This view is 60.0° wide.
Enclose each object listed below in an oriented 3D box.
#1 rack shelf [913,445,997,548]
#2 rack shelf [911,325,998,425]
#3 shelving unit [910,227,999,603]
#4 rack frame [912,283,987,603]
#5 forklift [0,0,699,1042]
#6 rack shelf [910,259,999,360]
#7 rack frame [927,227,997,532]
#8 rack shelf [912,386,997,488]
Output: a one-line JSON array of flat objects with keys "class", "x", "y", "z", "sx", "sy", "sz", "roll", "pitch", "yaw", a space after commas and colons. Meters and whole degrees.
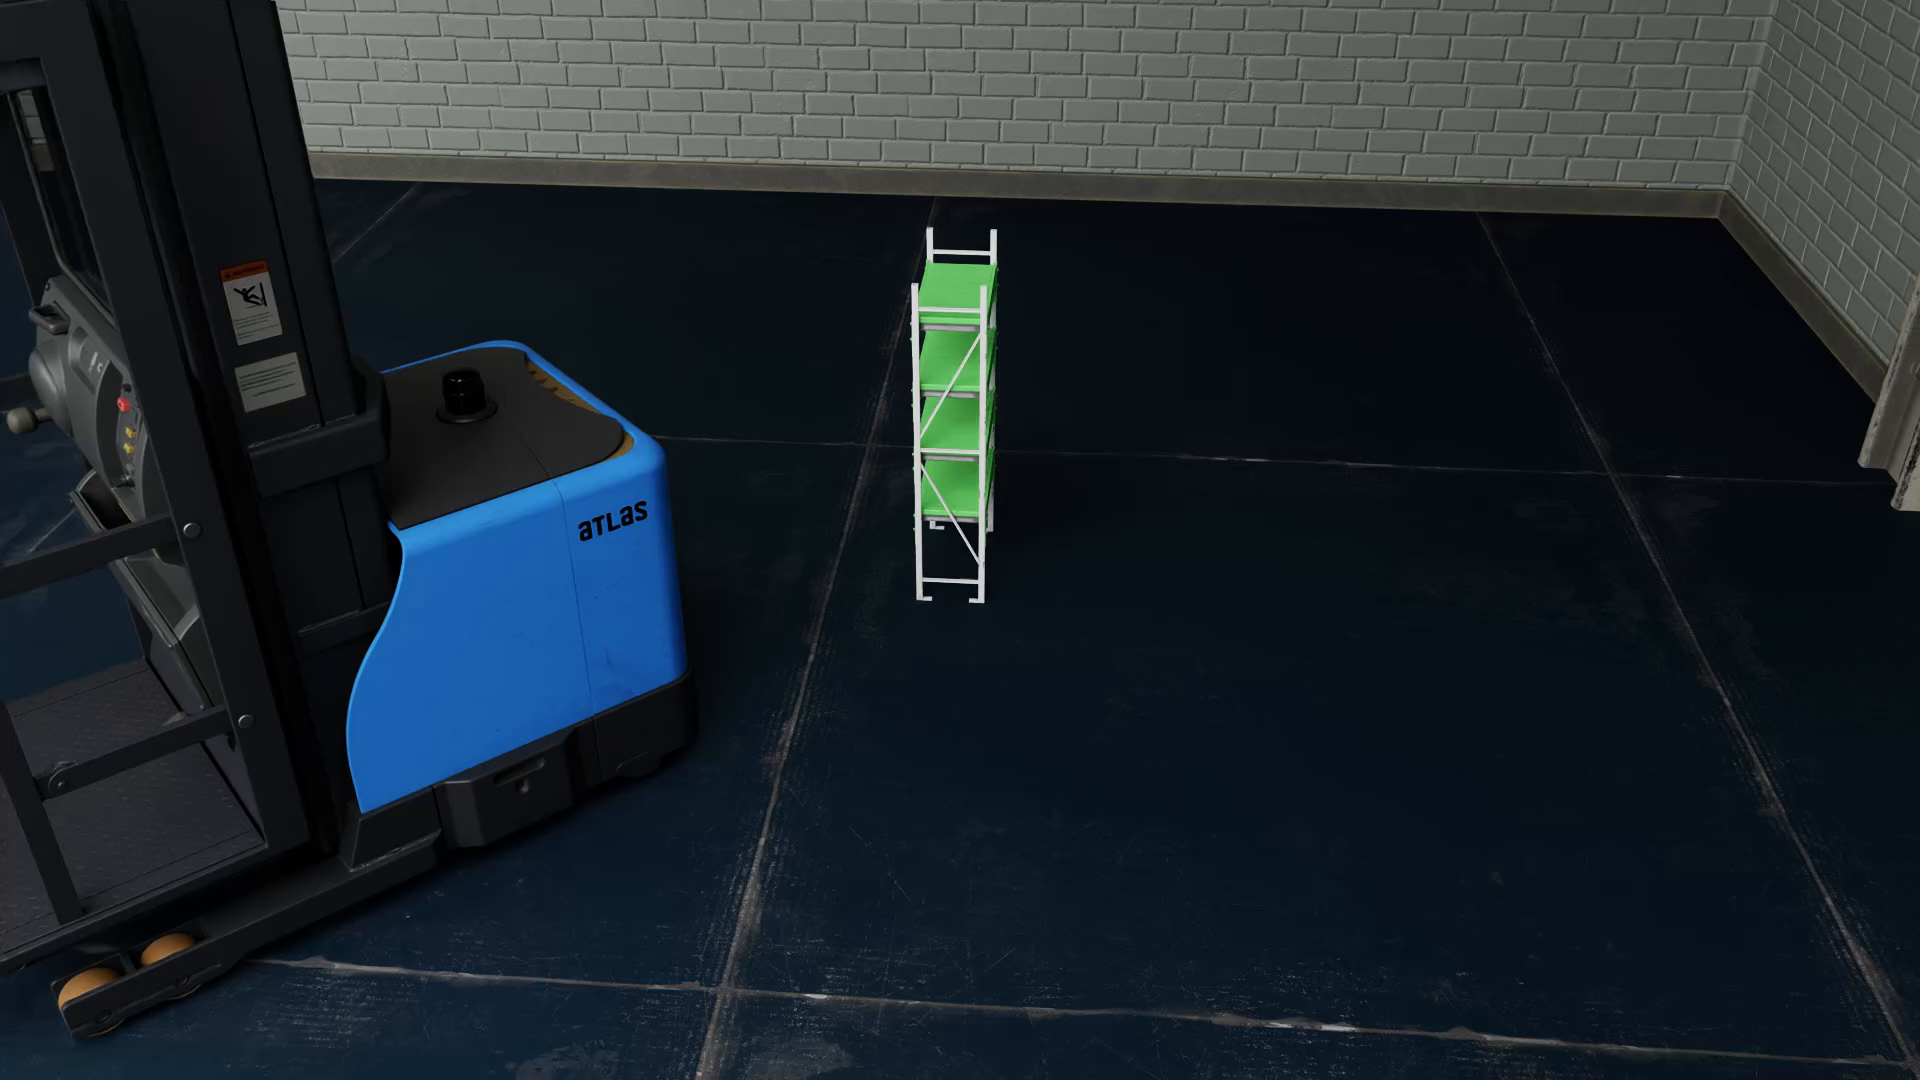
[{"class": "rack shelf", "x": -0.013, "y": -0.166, "z": 5.954, "sx": 0.258, "sy": 0.148, "sz": 0.480, "roll": 2, "pitch": 32, "yaw": 4}, {"class": "rack shelf", "x": -0.014, "y": -0.574, "z": 5.702, "sx": 0.258, "sy": 0.148, "sz": 0.480, "roll": 2, "pitch": 32, "yaw": 4}, {"class": "shelving unit", "x": -0.013, "y": -0.424, "z": 5.795, "sx": 0.258, "sy": 1.200, "sz": 0.503, "roll": 2, "pitch": 32, "yaw": 4}, {"class": "rack frame", "x": -0.033, "y": -0.297, "z": 5.588, "sx": 0.240, "sy": 1.200, "sz": 0.015, "roll": 2, "pitch": 32, "yaw": 4}, {"class": "forklift", "x": -2.277, "y": -0.308, "z": 3.956, "sx": 3.031, "sy": 2.935, "sz": 1.130, "roll": -23, "pitch": 38, "yaw": -32}, {"class": "rack shelf", "x": -0.014, "y": -0.778, "z": 5.576, "sx": 0.258, "sy": 0.148, "sz": 0.480, "roll": 2, "pitch": 32, "yaw": 4}, {"class": "rack frame", "x": 0.006, "y": -0.552, "z": 6.002, "sx": 0.240, "sy": 1.200, "sz": 0.015, "roll": 2, "pitch": 32, "yaw": 4}, {"class": "rack shelf", "x": -0.013, "y": -0.370, "z": 5.828, "sx": 0.258, "sy": 0.148, "sz": 0.480, "roll": 2, "pitch": 32, "yaw": 4}]
